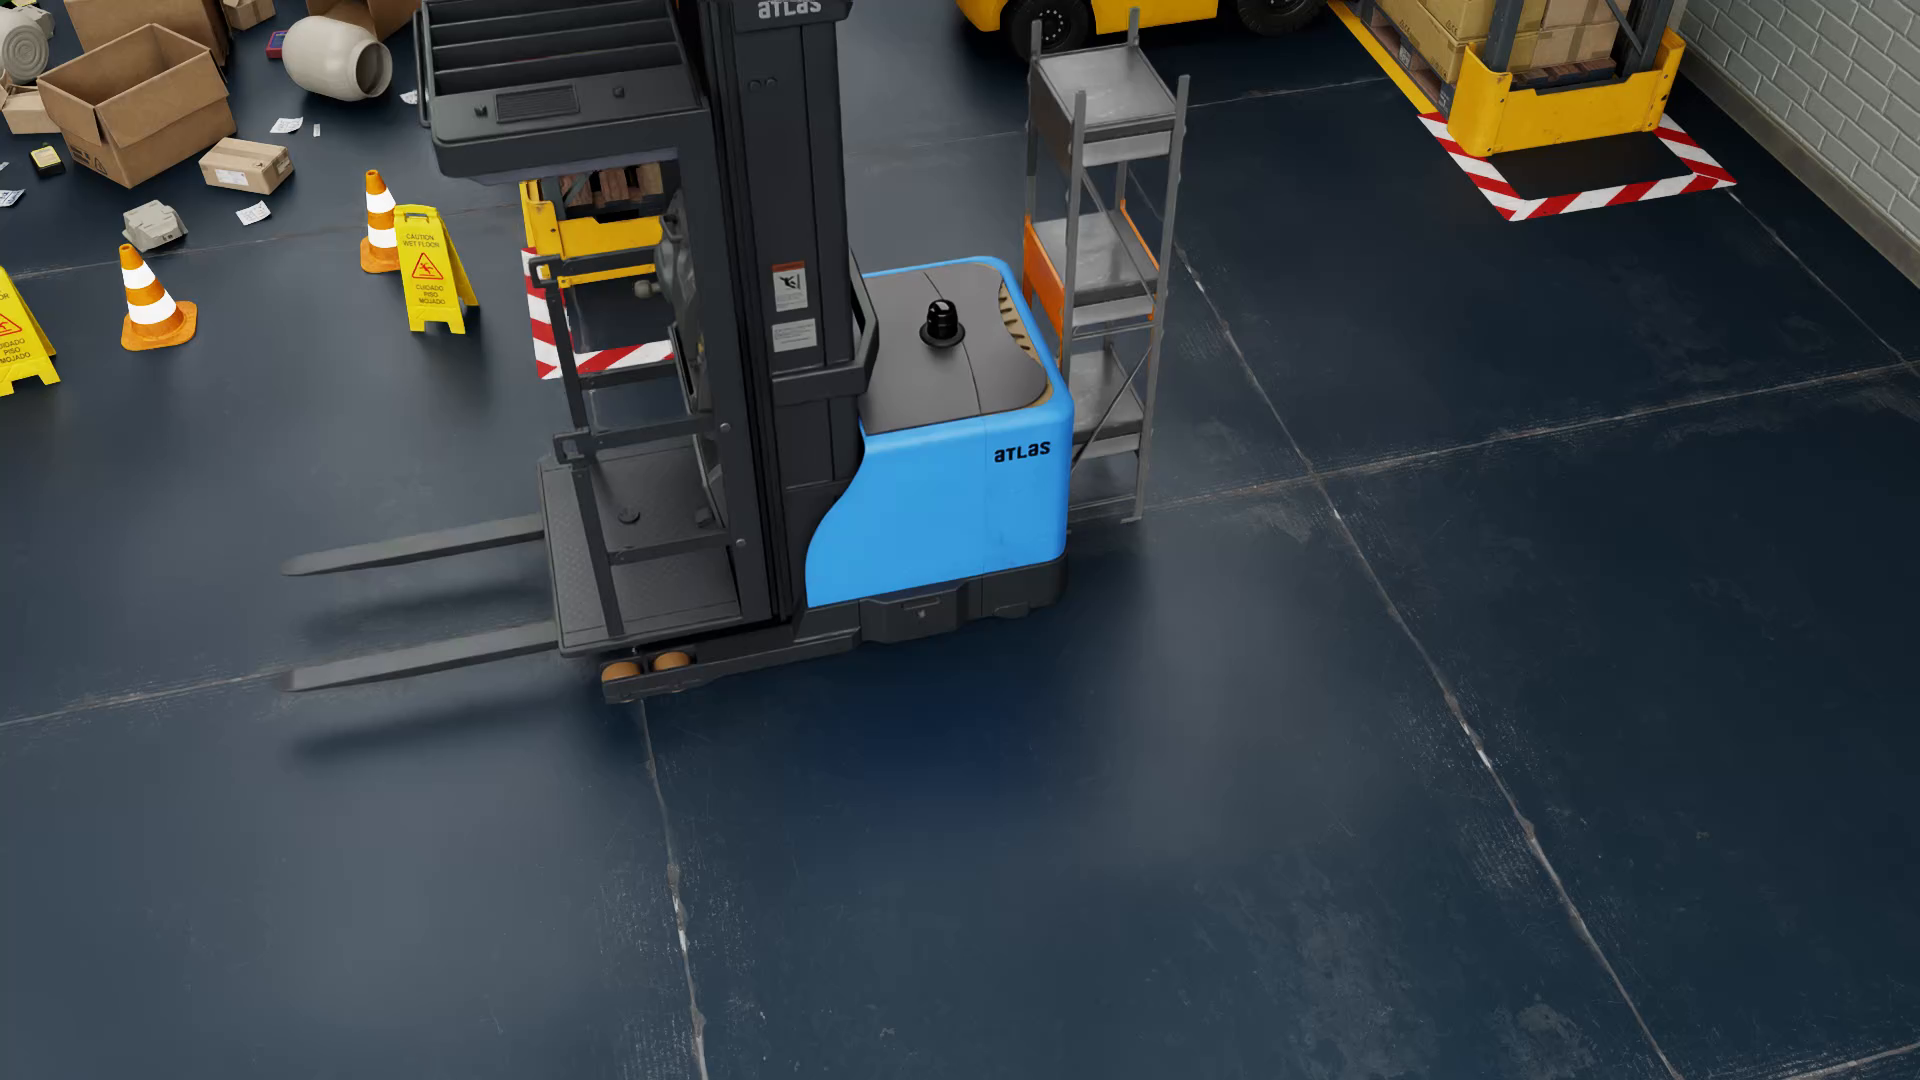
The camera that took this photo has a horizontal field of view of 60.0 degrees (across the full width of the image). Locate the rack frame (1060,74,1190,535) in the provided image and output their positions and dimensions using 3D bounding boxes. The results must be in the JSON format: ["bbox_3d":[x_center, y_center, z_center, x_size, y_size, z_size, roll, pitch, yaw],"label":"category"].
[{"bbox_3d":[0.578,-0.788,6.303,0.400,2.100,0.015,-11,47,-11],"label":"rack frame"}]

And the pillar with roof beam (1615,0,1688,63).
[{"bbox_3d":[-0.179,-5.322,5.916,9.100,9.000,0.400,-11,47,-10],"label":"pillar with roof beam"}]

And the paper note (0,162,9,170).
[{"bbox_3d":[-5.172,-2.000,8.953,0.032,0.001,0.123,11,47,11],"label":"paper note"}]

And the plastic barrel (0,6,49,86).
[{"bbox_3d":[-5.518,-2.836,9.483,0.512,0.421,0.421,19,48,17],"label":"plastic barrel"}]

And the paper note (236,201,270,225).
[{"bbox_3d":[-3.674,-1.703,8.648,0.148,0.019,0.142,-26,51,-24],"label":"paper note"}]

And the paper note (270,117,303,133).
[{"bbox_3d":[-3.746,-2.313,9.254,0.148,0.019,0.142,4,46,4],"label":"paper note"}]

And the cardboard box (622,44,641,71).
[{"bbox_3d":[-1.453,-2.524,8.481,0.500,0.500,0.500,-12,47,-12],"label":"cardboard box"}]

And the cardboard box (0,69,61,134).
[{"bbox_3d":[-5.070,-2.433,9.200,0.396,0.266,0.258,-3,46,-3],"label":"cardboard box"}]

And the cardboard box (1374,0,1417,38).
[{"bbox_3d":[2.746,-3.160,9.628,0.500,0.250,0.500,-11,47,-10],"label":"cardboard box"}]

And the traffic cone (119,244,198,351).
[{"bbox_3d":[-3.851,-1.189,7.842,0.336,0.463,0.334,-11,47,-10],"label":"traffic cone"}]

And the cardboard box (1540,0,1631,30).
[{"bbox_3d":[3.370,-3.086,9.206,0.500,0.250,0.500,-10,46,-10],"label":"cardboard box"}]

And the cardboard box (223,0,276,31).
[{"bbox_3d":[-4.398,-3.303,10.052,0.396,0.266,0.258,27,51,24],"label":"cardboard box"}]

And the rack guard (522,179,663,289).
[{"bbox_3d":[-1.527,-1.631,8.249,1.175,0.500,0.348,-11,47,-10],"label":"rack guard"}]

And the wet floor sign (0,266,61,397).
[{"bbox_3d":[-4.345,-0.997,7.526,0.267,0.644,0.232,-18,48,-17],"label":"wet floor sign"}]

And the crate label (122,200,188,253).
[{"bbox_3d":[-4.112,-1.606,8.479,0.250,0.136,0.298,-35,55,-30],"label":"crate label"}]

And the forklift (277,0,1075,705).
[{"bbox_3d":[-1.144,-0.821,5.753,3.031,2.935,1.130,-11,47,-10],"label":"forklift"}]

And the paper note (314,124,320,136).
[{"bbox_3d":[-3.567,-2.274,9.222,0.032,0.001,0.123,-11,47,-10],"label":"paper note"}]

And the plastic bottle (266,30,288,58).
[{"bbox_3d":[-4.014,-2.953,9.852,0.133,0.061,0.283,-3,46,-3],"label":"plastic bottle"}]

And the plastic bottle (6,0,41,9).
[{"bbox_3d":[-5.761,-3.297,10.189,0.133,0.061,0.283,-35,55,-30],"label":"plastic bottle"}]

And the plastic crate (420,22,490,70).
[{"bbox_3d":[-2.922,-2.959,9.845,0.402,0.080,0.583,-26,51,-24],"label":"plastic crate"}]

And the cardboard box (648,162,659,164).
[{"bbox_3d":[-1.447,-2.246,8.732,0.500,0.250,0.500,-11,47,-11],"label":"cardboard box"}]

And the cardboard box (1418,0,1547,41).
[{"bbox_3d":[2.863,-3.002,9.124,0.500,0.250,0.500,-11,47,-11],"label":"cardboard box"}]

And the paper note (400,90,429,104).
[{"bbox_3d":[-3.094,-2.526,9.455,0.142,0.019,0.148,-26,51,-24],"label":"paper note"}]

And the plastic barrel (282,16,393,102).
[{"bbox_3d":[-3.500,-2.701,9.351,0.512,0.421,0.421,19,48,17],"label":"plastic barrel"}]

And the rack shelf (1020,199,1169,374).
[{"bbox_3d":[0.512,-0.947,6.477,0.431,0.518,0.480,-11,47,-11],"label":"rack shelf"}]

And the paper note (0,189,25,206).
[{"bbox_3d":[-5.016,-1.803,8.748,0.144,0.017,0.142,4,46,4],"label":"paper note"}]

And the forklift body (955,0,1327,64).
[{"bbox_3d":[1.041,-4.042,9.456,2.313,2.155,1.214,-11,47,-10],"label":"forklift body"}]

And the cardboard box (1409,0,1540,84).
[{"bbox_3d":[2.864,-2.815,9.290,0.500,0.250,0.500,-10,46,-10],"label":"cardboard box"}]

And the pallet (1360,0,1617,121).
[{"bbox_3d":[3.053,-2.908,9.703,1.003,0.211,1.213,-11,47,-10],"label":"pallet"}]

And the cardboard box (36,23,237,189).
[{"bbox_3d":[-4.405,-2.330,8.931,0.637,0.503,0.797,27,51,24],"label":"cardboard box"}]

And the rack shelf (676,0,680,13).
[{"bbox_3d":[-2.020,-3.583,8.915,1.077,0.370,4.000,-11,47,-10],"label":"rack shelf"}]

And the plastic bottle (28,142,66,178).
[{"bbox_3d":[-4.937,-2.057,8.974,0.133,0.061,0.283,-26,51,-24],"label":"plastic bottle"}]

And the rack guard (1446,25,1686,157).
[{"bbox_3d":[3.296,-2.472,9.073,1.175,0.500,0.348,-11,47,-10],"label":"rack guard"}]

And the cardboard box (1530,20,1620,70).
[{"bbox_3d":[3.353,-2.923,9.396,0.500,0.250,0.500,-11,47,-10],"label":"cardboard box"}]

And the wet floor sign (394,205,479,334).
[{"bbox_3d":[-2.493,-1.303,7.826,0.267,0.644,0.232,4,46,4],"label":"wet floor sign"}]

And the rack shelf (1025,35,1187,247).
[{"bbox_3d":[0.512,-1.437,5.977,0.431,0.518,0.480,-11,47,-11],"label":"rack shelf"}]

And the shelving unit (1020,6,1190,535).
[{"bbox_3d":[0.512,-0.956,6.468,0.431,2.100,0.503,-11,47,-11],"label":"shelving unit"}]

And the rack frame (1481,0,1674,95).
[{"bbox_3d":[3.290,-3.364,8.197,1.000,3.000,0.127,-11,47,-10],"label":"rack frame"}]

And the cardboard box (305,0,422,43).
[{"bbox_3d":[-3.573,-3.353,9.934,0.500,0.500,0.500,19,48,17],"label":"cardboard box"}]

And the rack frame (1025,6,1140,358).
[{"bbox_3d":[0.446,-1.124,6.632,0.400,2.100,0.015,-11,47,-11],"label":"rack frame"}]

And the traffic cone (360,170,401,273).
[{"bbox_3d":[-2.865,-1.627,8.271,0.336,0.463,0.334,-11,47,-10],"label":"traffic cone"}]

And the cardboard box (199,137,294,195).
[{"bbox_3d":[-3.796,-1.991,8.848,0.380,0.149,0.250,11,47,11],"label":"cardboard box"}]

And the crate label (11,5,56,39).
[{"bbox_3d":[-5.571,-3.070,9.913,0.250,0.136,0.298,27,51,24],"label":"crate label"}]

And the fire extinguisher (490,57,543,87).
[{"bbox_3d":[-1.924,-2.263,7.173,0.296,0.674,0.183,-11,47,-10],"label":"fire extinguisher"}]

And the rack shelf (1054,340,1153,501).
[{"bbox_3d":[0.512,-0.457,6.977,0.431,0.518,0.480,-11,47,-11],"label":"rack shelf"}]

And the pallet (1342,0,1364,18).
[{"bbox_3d":[2.745,-3.749,10.527,1.003,0.211,1.213,-11,47,-10],"label":"pallet"}]

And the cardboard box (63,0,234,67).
[{"bbox_3d":[-4.652,-3.021,9.514,0.797,0.637,0.503,-11,47,-10],"label":"cardboard box"}]

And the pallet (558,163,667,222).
[{"bbox_3d":[-1.701,-2.097,8.908,1.003,0.211,1.213,-11,47,-10],"label":"pallet"}]

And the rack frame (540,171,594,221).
[{"bbox_3d":[-1.508,-2.454,7.305,1.000,3.000,0.127,-11,47,-10],"label":"rack frame"}]

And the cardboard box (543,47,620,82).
[{"bbox_3d":[-1.965,-2.406,8.365,0.500,0.500,0.500,-10,46,-10],"label":"cardboard box"}]
